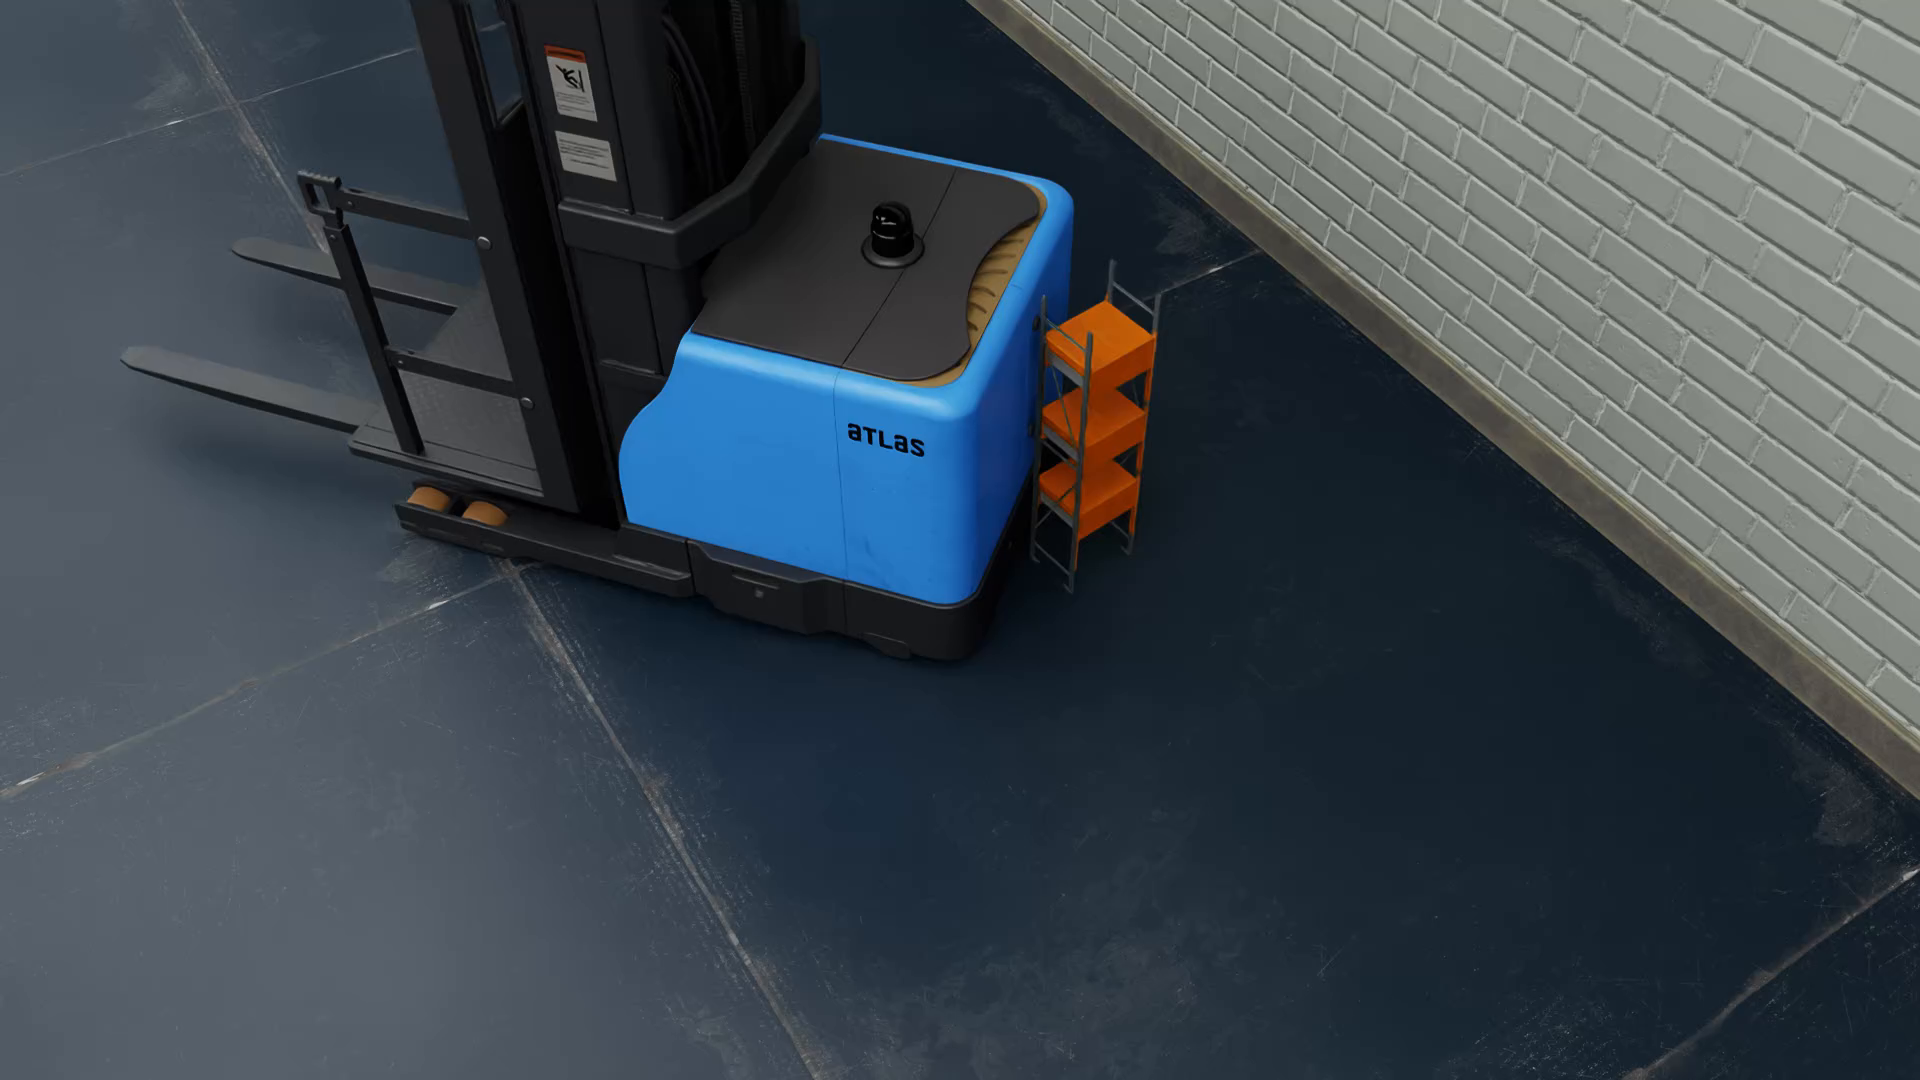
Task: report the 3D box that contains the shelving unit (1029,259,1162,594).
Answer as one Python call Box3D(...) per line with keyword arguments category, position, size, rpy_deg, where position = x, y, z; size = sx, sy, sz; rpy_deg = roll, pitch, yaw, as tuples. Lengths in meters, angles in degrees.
Box3D(category="shelving unit", position=(0.378, -0.300, 4.814), size=(0.252, 1.050, 0.215), rpy_deg=(-31, 55, -25))

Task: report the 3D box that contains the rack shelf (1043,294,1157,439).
Box3D(category="rack shelf", position=(0.378, -0.482, 4.610), size=(0.240, 0.259, 0.215), rpy_deg=(-31, 55, -25))

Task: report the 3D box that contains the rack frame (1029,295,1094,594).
Box3D(category="rack frame", position=(0.282, -0.243, 4.763), size=(0.008, 1.050, 0.200), rpy_deg=(-31, 55, -25))

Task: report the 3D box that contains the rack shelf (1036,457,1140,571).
Box3D(category="rack shelf", position=(0.378, -0.108, 5.030), size=(0.240, 0.259, 0.215), rpy_deg=(-31, 55, -25))

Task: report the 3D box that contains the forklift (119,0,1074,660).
Box3D(category="forklift", position=(-1.236, -1.292, 4.438), size=(3.031, 2.935, 1.130), rpy_deg=(14, 50, 12))

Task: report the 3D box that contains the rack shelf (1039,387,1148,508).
Box3D(category="rack shelf", position=(0.378, -0.293, 4.822), size=(0.240, 0.259, 0.215), rpy_deg=(-31, 55, -25))

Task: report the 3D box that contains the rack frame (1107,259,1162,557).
Box3D(category="rack frame", position=(0.473, -0.357, 4.865), size=(0.008, 1.050, 0.200), rpy_deg=(-31, 55, -25))
